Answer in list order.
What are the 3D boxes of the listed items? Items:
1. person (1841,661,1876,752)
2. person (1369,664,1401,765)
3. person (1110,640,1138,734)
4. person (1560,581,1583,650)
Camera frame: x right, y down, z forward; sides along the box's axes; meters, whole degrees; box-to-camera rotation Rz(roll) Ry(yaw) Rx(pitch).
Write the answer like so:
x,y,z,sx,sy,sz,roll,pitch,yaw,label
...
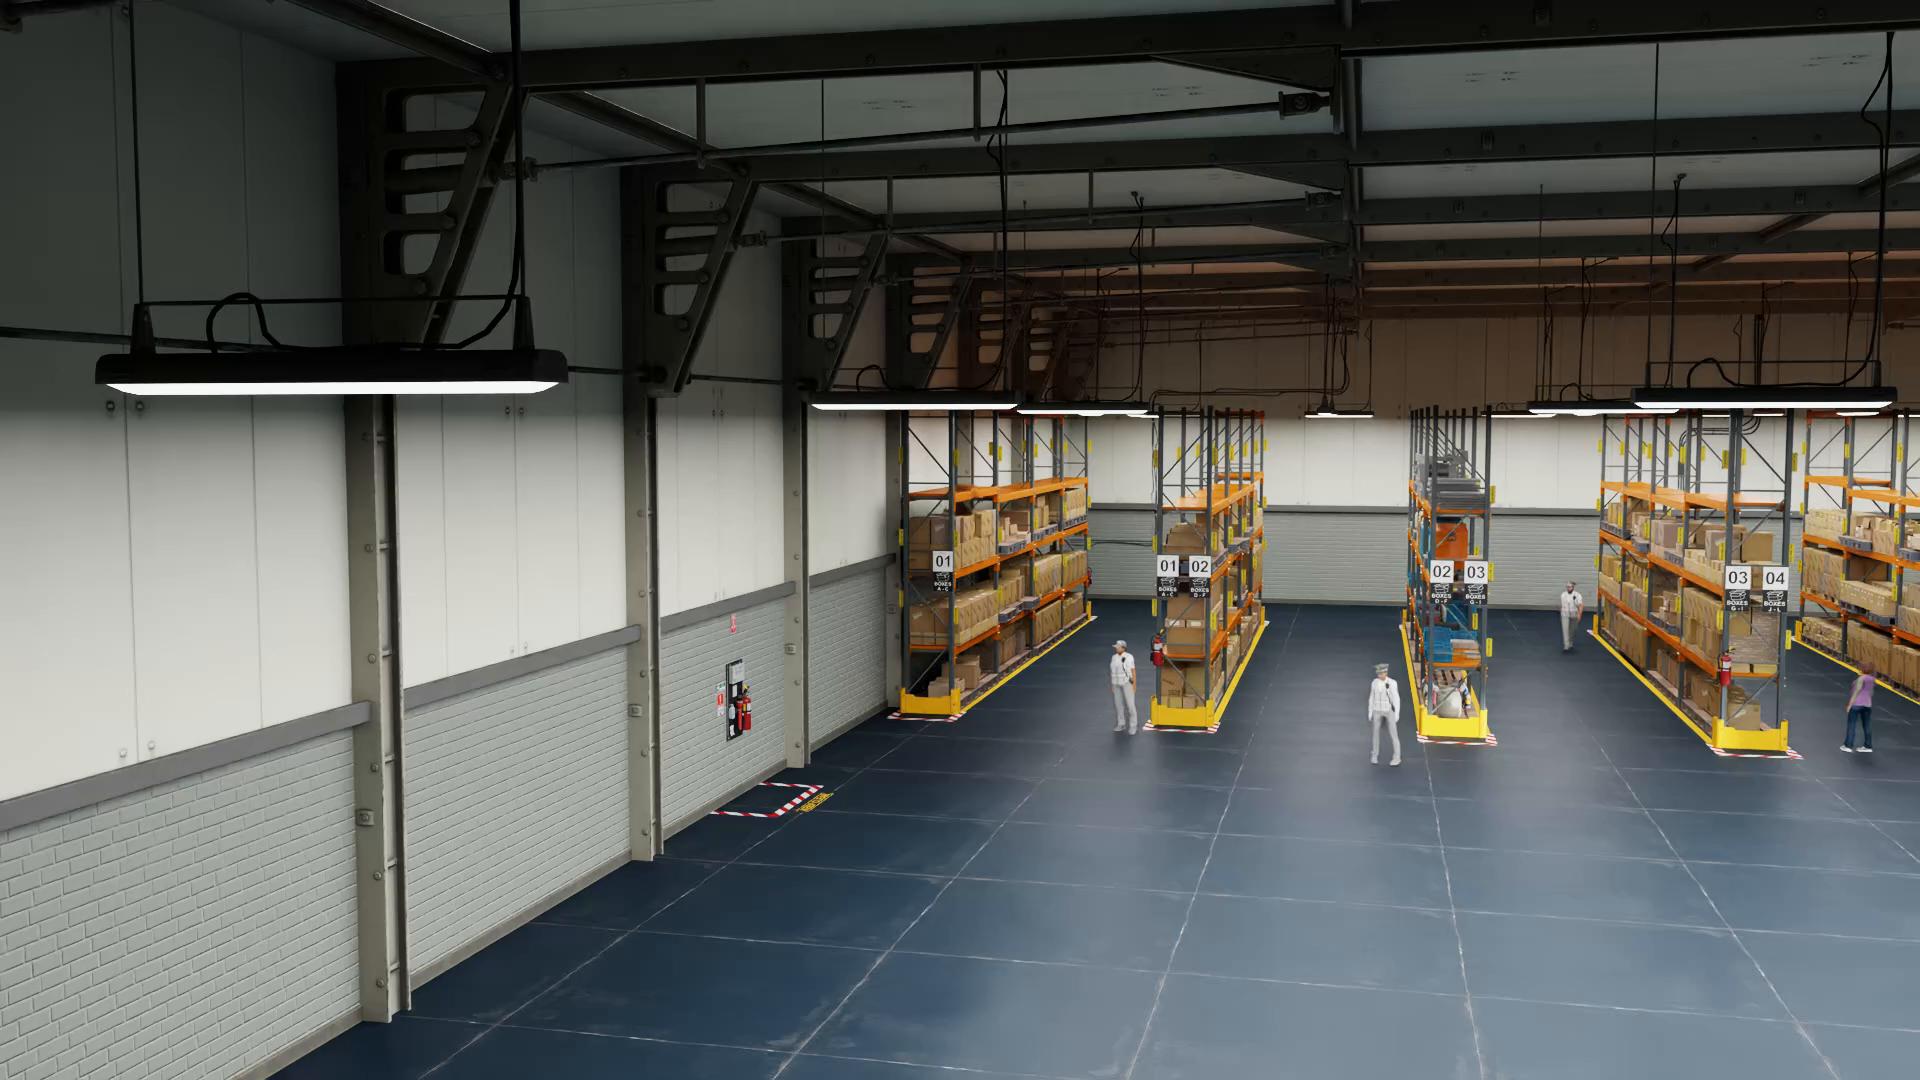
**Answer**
x,y,z,sx,sy,sz,roll,pitch,yaw,label
15.501,2.870,28.662,0.463,1.598,0.441,0,4,-3,person
7.088,2.895,27.778,0.562,1.666,0.372,3,5,35,person
3.023,2.697,30.672,0.631,1.686,0.440,3,5,36,person
15.243,1.876,41.444,0.501,1.717,1.048,1,4,13,person
